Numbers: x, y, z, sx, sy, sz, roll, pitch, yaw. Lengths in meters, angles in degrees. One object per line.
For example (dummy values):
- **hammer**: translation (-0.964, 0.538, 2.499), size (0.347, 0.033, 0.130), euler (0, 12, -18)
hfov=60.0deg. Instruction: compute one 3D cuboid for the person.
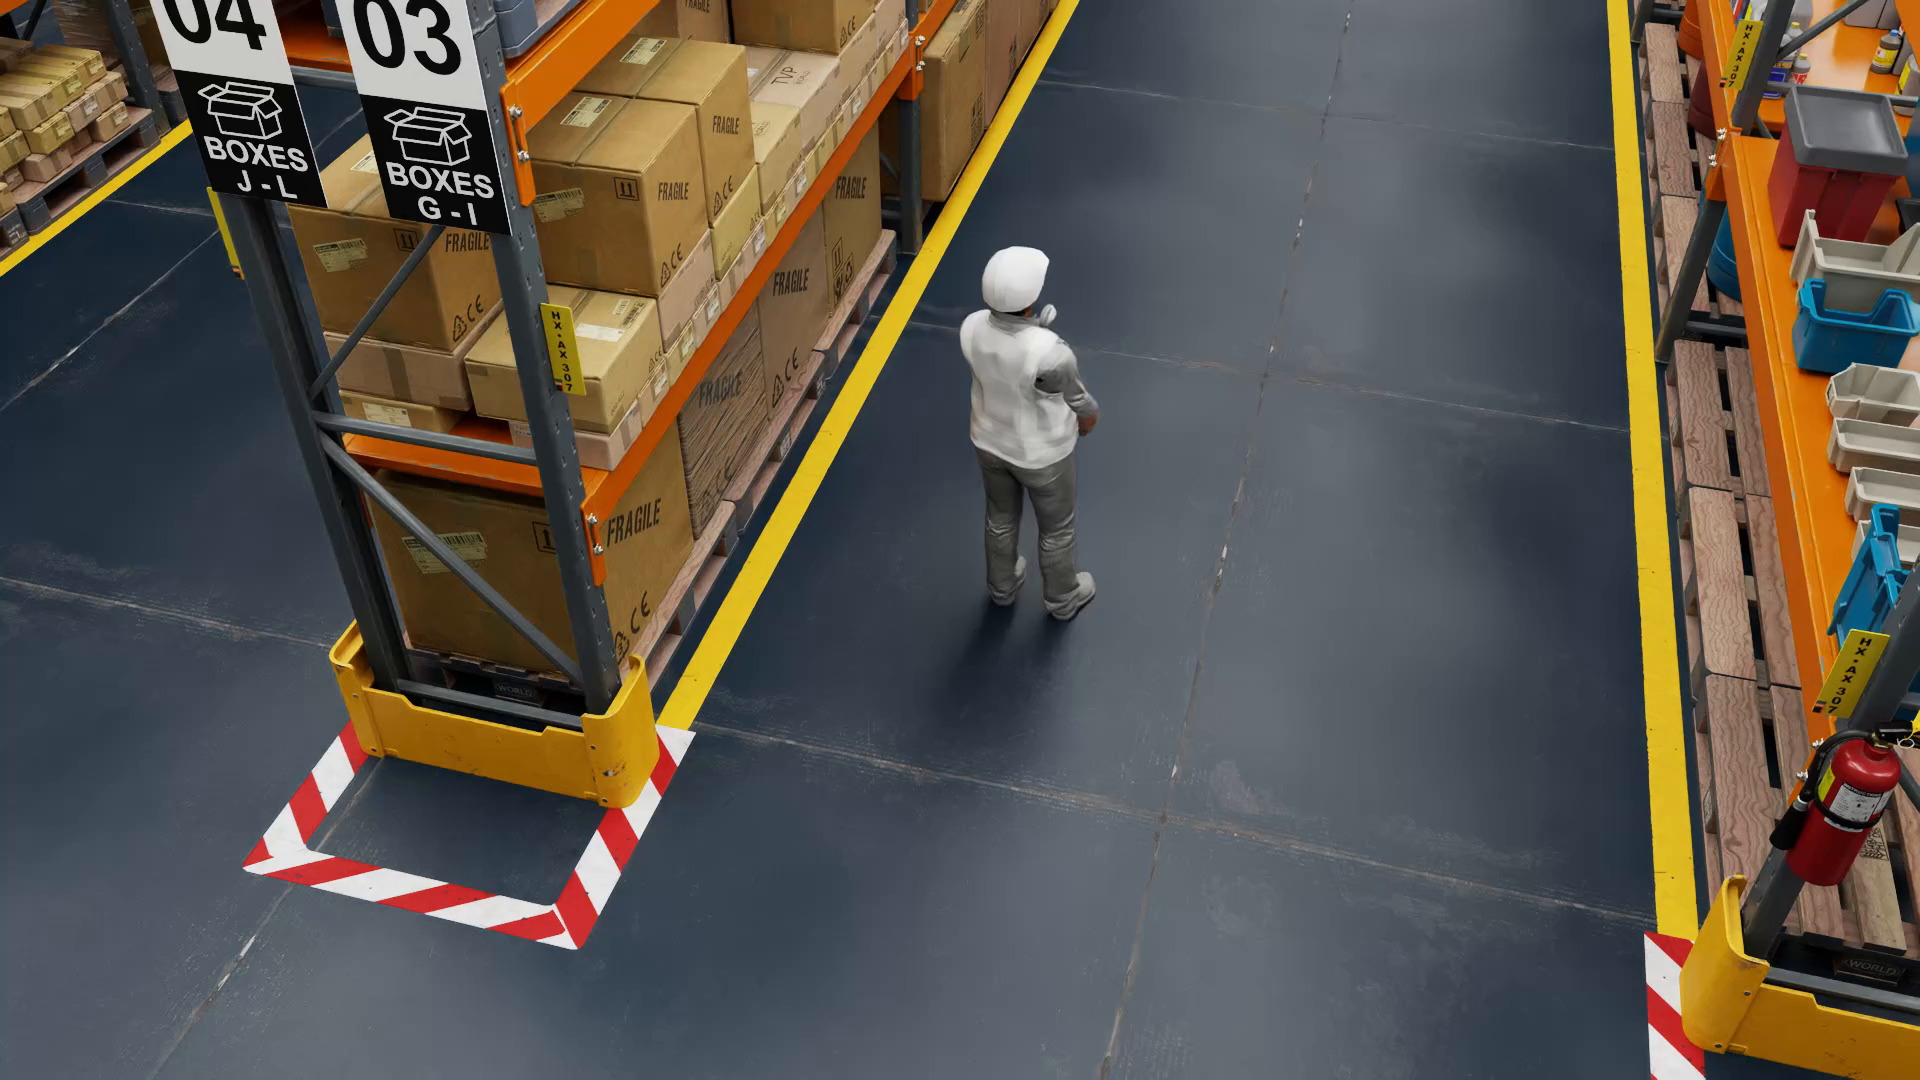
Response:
- **person**: translation (0.285, -0.436, 6.639), size (0.516, 1.776, 0.521), euler (26, 47, 27)
